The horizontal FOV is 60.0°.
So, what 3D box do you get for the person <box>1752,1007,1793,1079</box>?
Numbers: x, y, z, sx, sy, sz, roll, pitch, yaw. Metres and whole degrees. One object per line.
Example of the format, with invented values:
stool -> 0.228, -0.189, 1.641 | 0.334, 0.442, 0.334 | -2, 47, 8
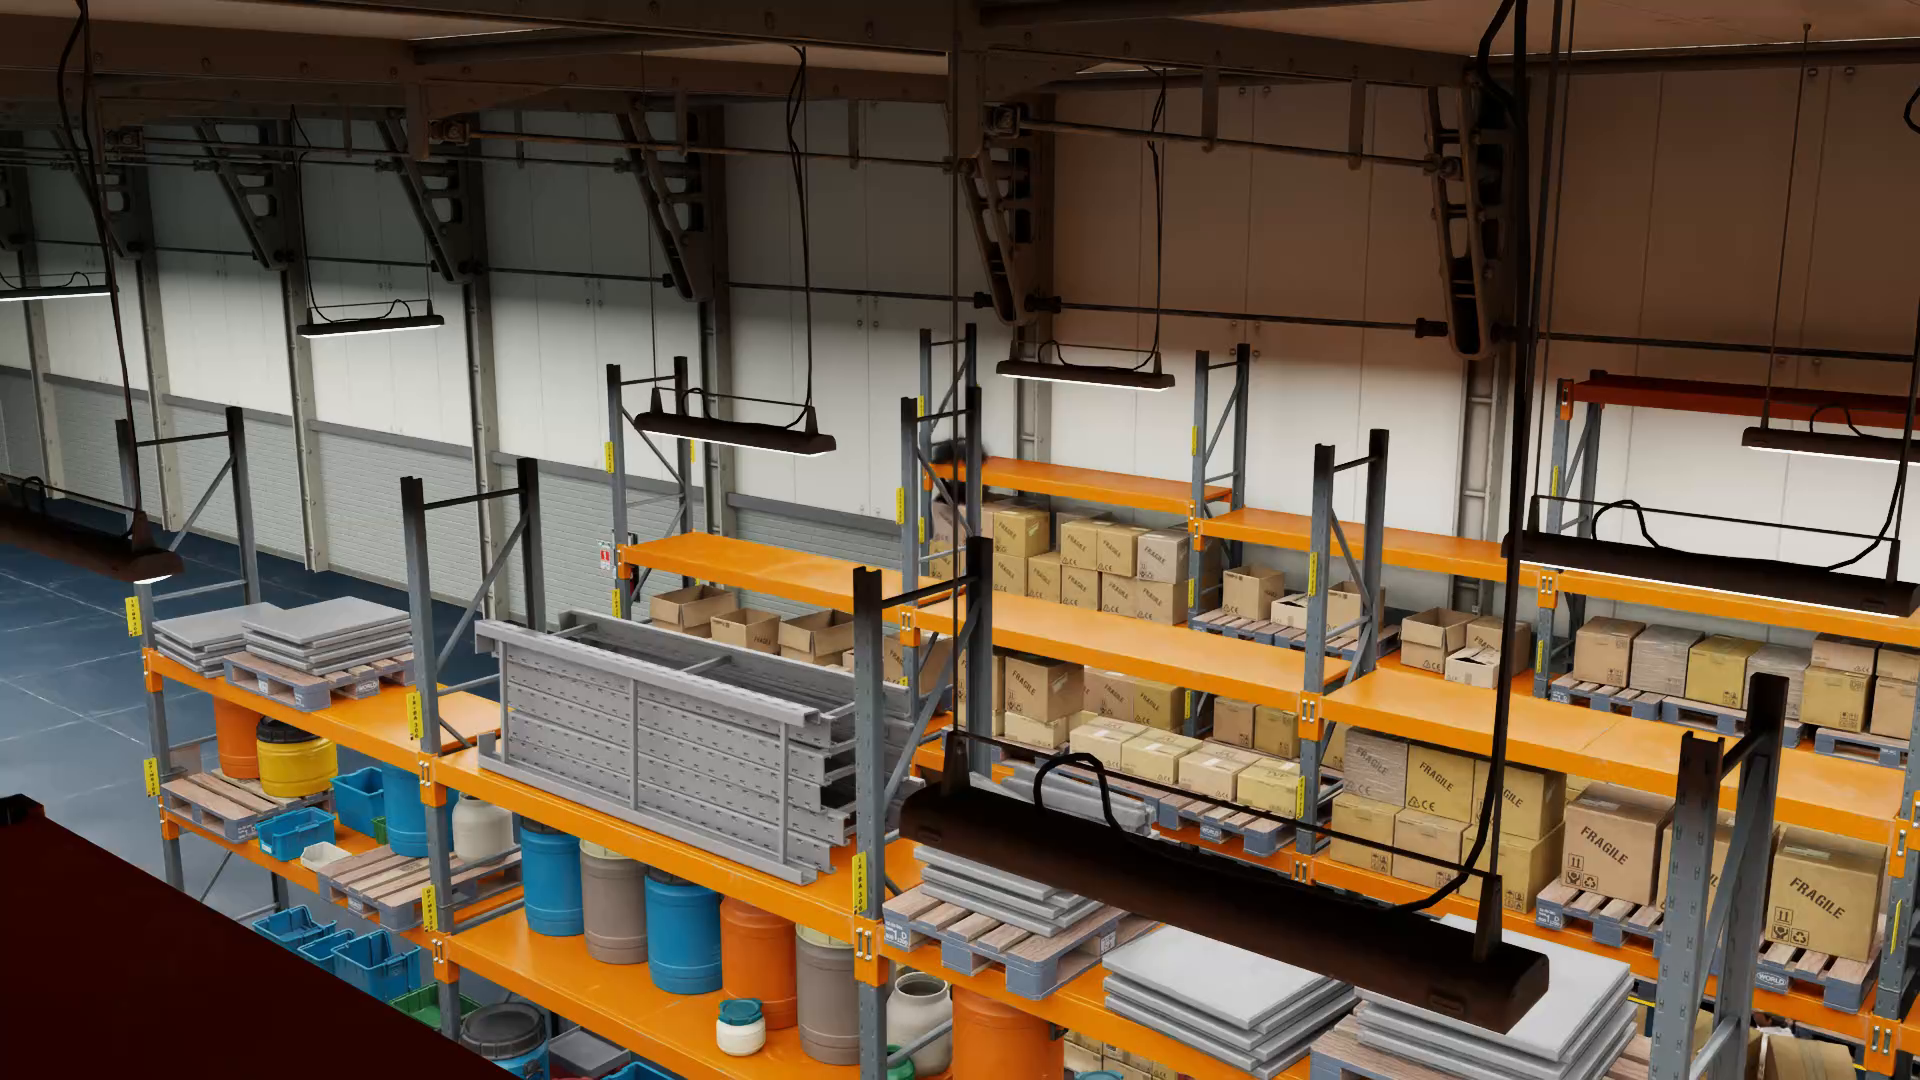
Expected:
person -> 6.377, 4.388, 13.174 | 0.672, 1.644, 0.607 | 10, 16, 37
